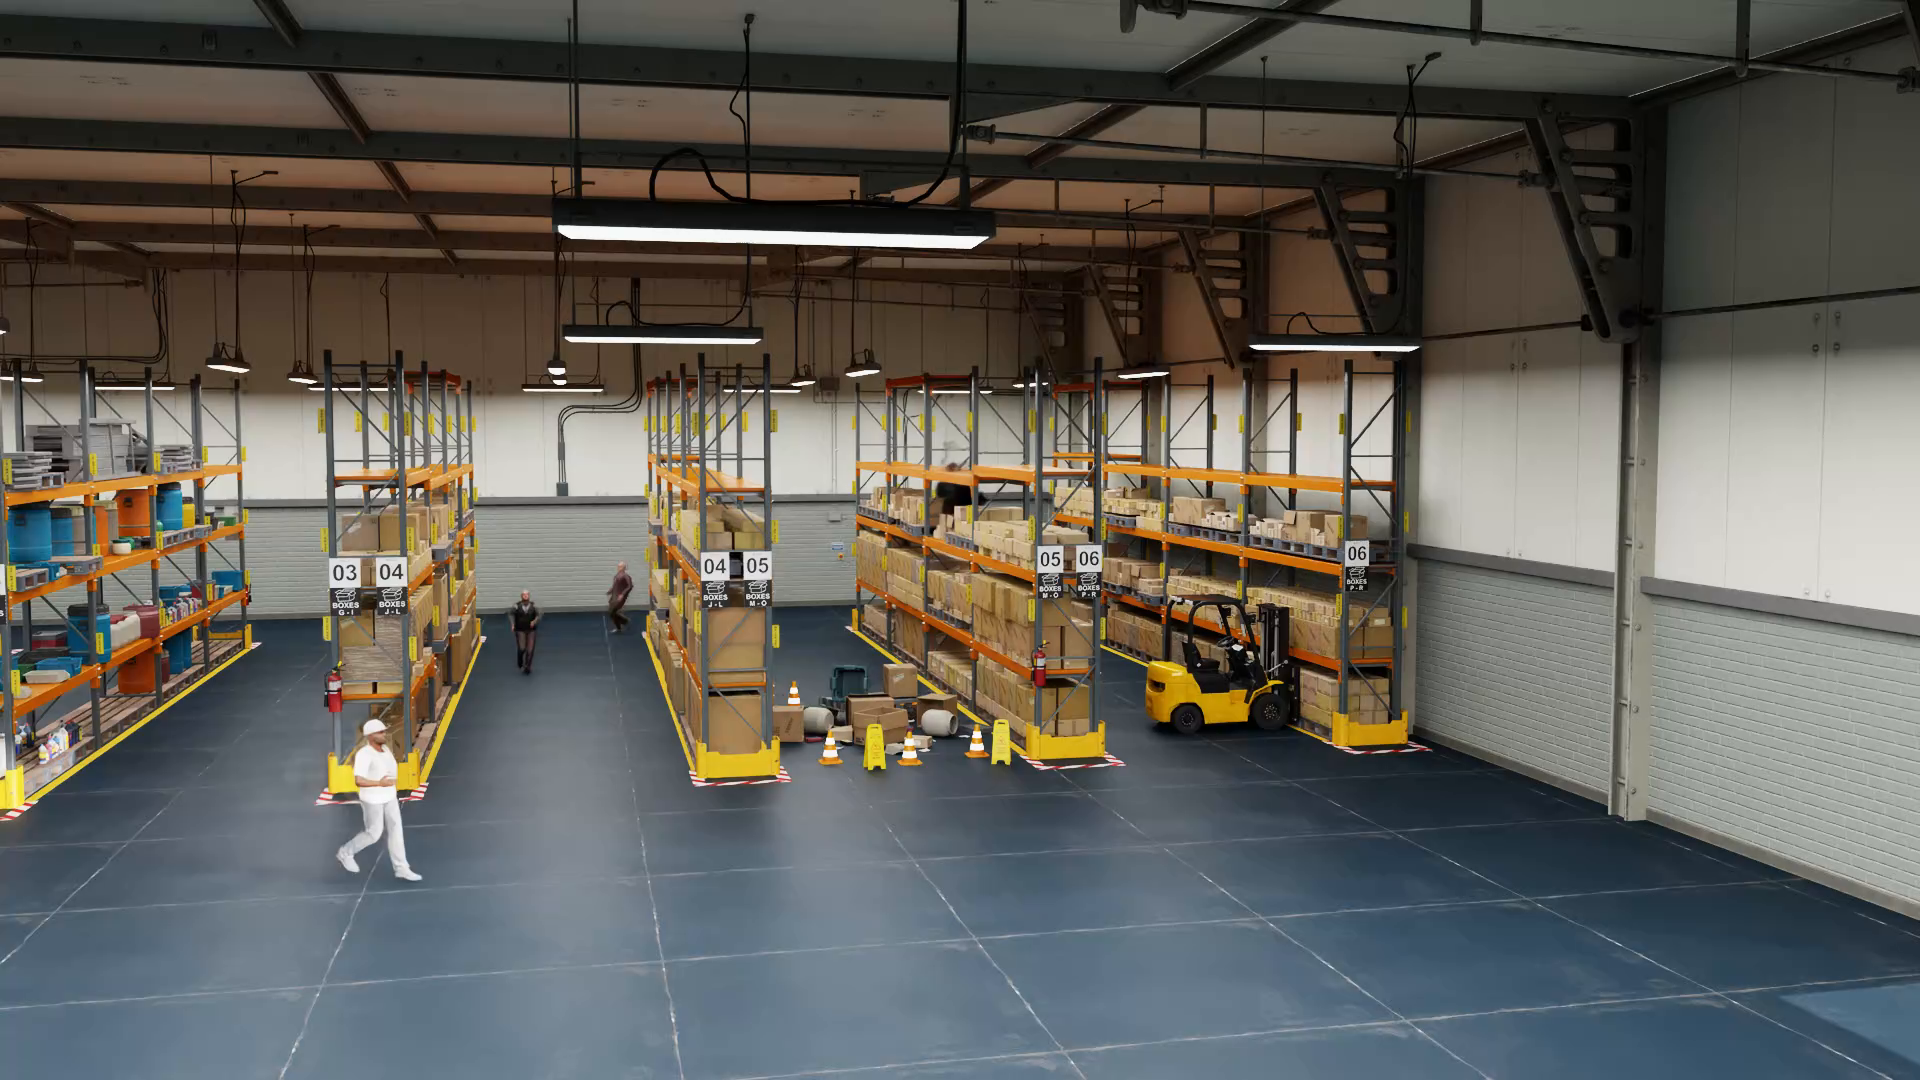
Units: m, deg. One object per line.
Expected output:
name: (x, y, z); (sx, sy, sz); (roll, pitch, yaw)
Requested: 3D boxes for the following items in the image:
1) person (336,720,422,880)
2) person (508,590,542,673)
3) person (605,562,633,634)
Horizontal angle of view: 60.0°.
person: (-6.364, 2.839, 18.163); (0.972, 1.765, 0.701); (1, 4, 14)
person: (-8.714, 1.843, 33.361); (0.652, 1.679, 0.569); (-1, 4, -20)
person: (-8.131, 1.383, 39.727); (0.566, 1.731, 0.785); (-3, 5, -36)
